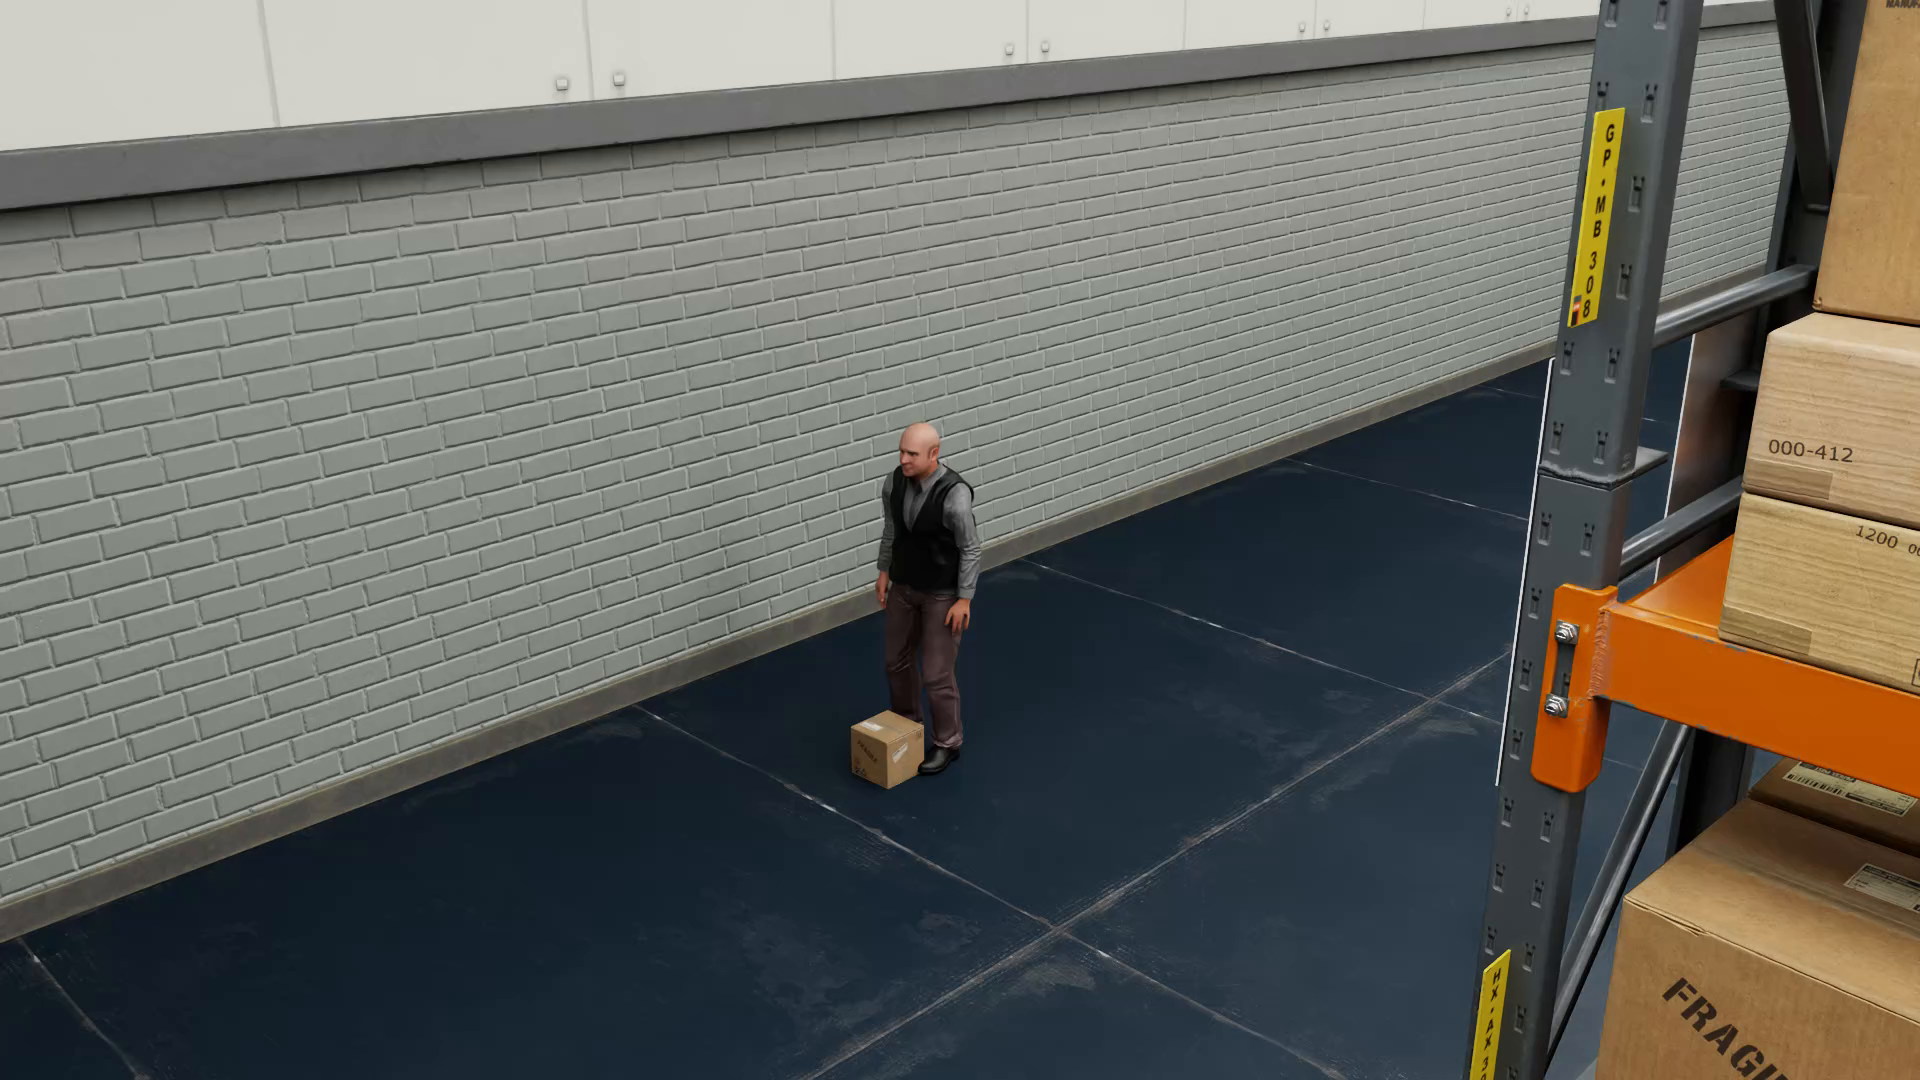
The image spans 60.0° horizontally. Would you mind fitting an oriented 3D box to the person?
[{"bbox_3d":[-0.152,0.249,7.946,0.586,1.720,0.423,17,26,38],"label":"person"}]
